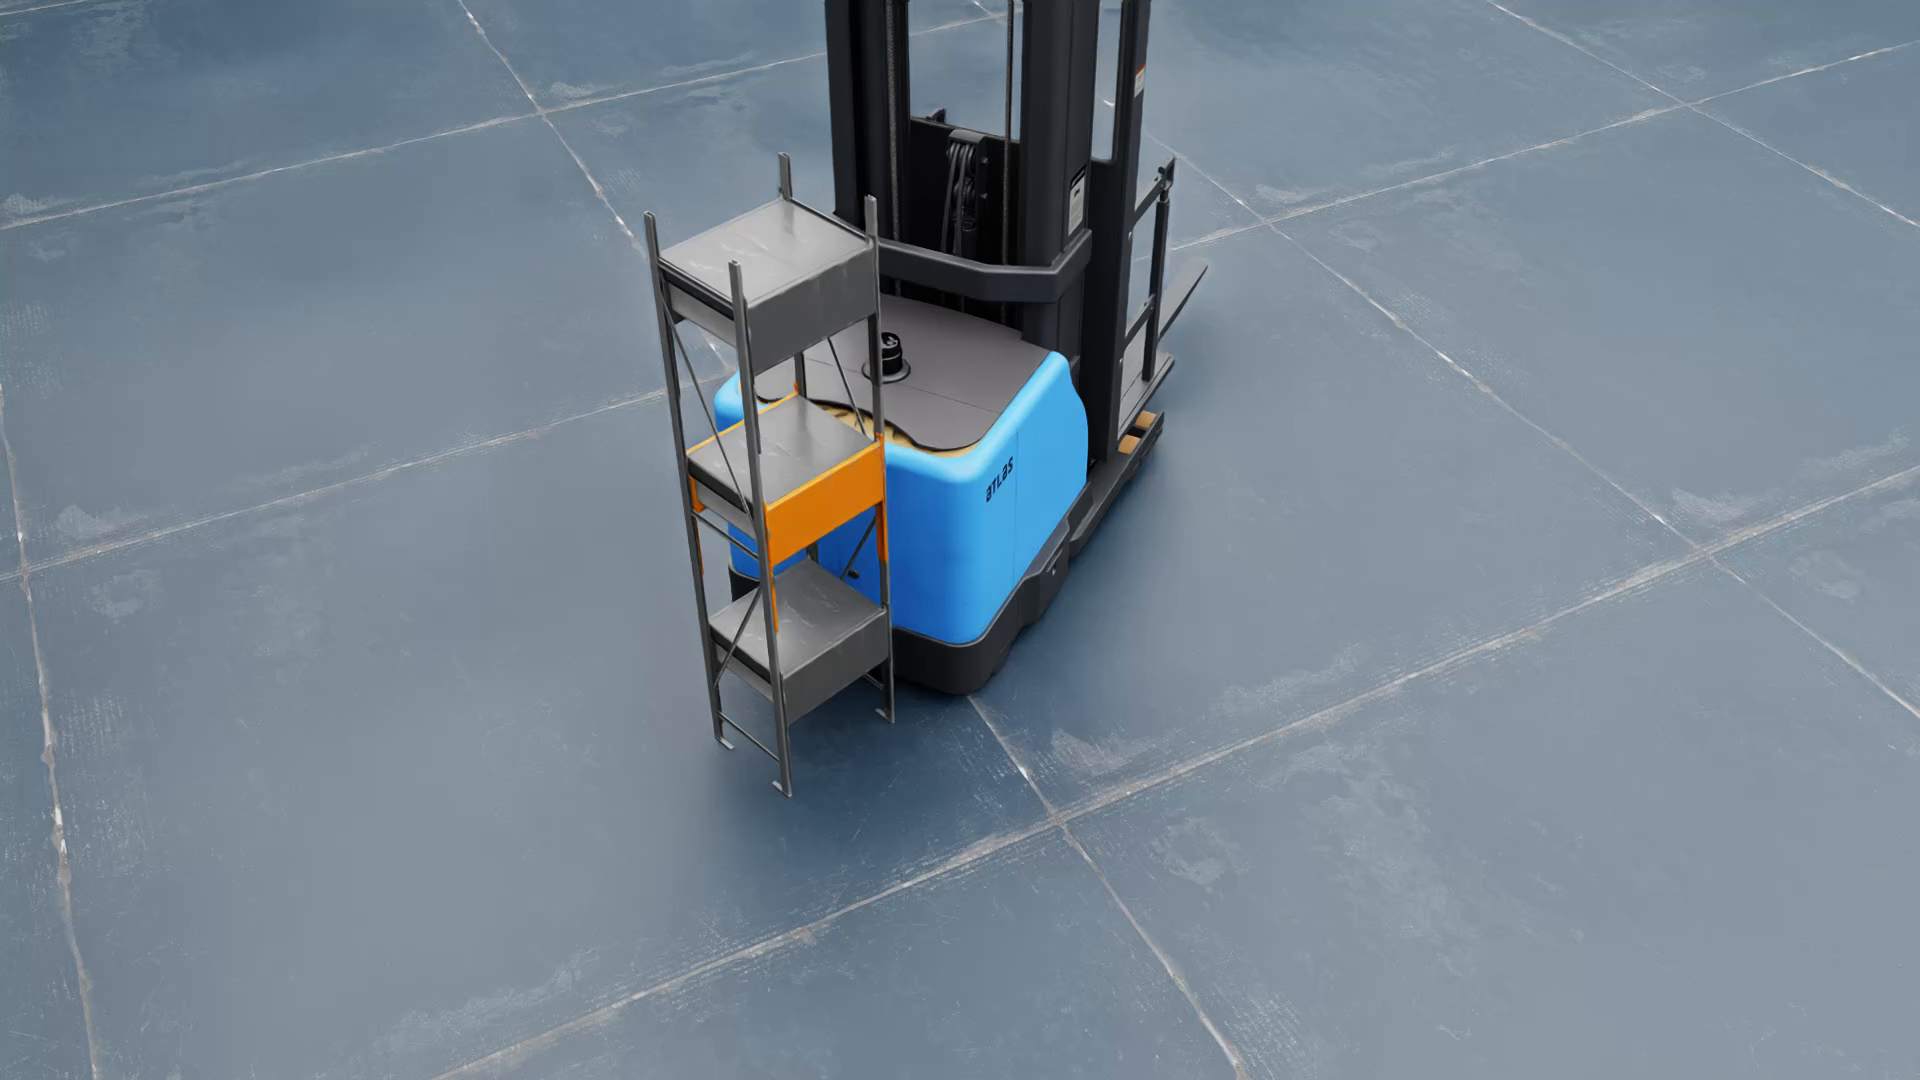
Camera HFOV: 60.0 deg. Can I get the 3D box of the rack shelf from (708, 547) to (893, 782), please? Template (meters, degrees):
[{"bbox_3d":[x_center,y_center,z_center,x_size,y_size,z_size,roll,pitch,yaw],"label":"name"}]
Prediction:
[{"bbox_3d":[-0.552,0.424,5.728,0.431,0.518,0.480,32,50,32],"label":"rack shelf"}]

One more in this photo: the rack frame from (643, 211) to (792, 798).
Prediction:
[{"bbox_3d":[-0.723,-0.009,5.135,0.400,2.100,0.015,32,50,32],"label":"rack frame"}]

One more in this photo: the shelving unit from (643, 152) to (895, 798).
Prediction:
[{"bbox_3d":[-0.552,-0.121,5.267,0.431,2.100,0.503,32,50,32],"label":"shelving unit"}]

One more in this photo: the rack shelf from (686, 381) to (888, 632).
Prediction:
[{"bbox_3d":[-0.552,-0.111,5.276,0.431,0.518,0.480,32,50,32],"label":"rack shelf"}]

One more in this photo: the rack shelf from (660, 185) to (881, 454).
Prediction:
[{"bbox_3d":[-0.551,-0.646,4.825,0.431,0.518,0.480,32,50,32],"label":"rack shelf"}]

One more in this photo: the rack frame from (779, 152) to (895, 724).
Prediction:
[{"bbox_3d":[-0.380,-0.233,5.400,0.400,2.100,0.015,32,50,32],"label":"rack frame"}]

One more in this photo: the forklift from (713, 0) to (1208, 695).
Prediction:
[{"bbox_3d":[0.231,-1.512,6.268,1.130,2.935,3.031,17,43,19],"label":"forklift"}]
